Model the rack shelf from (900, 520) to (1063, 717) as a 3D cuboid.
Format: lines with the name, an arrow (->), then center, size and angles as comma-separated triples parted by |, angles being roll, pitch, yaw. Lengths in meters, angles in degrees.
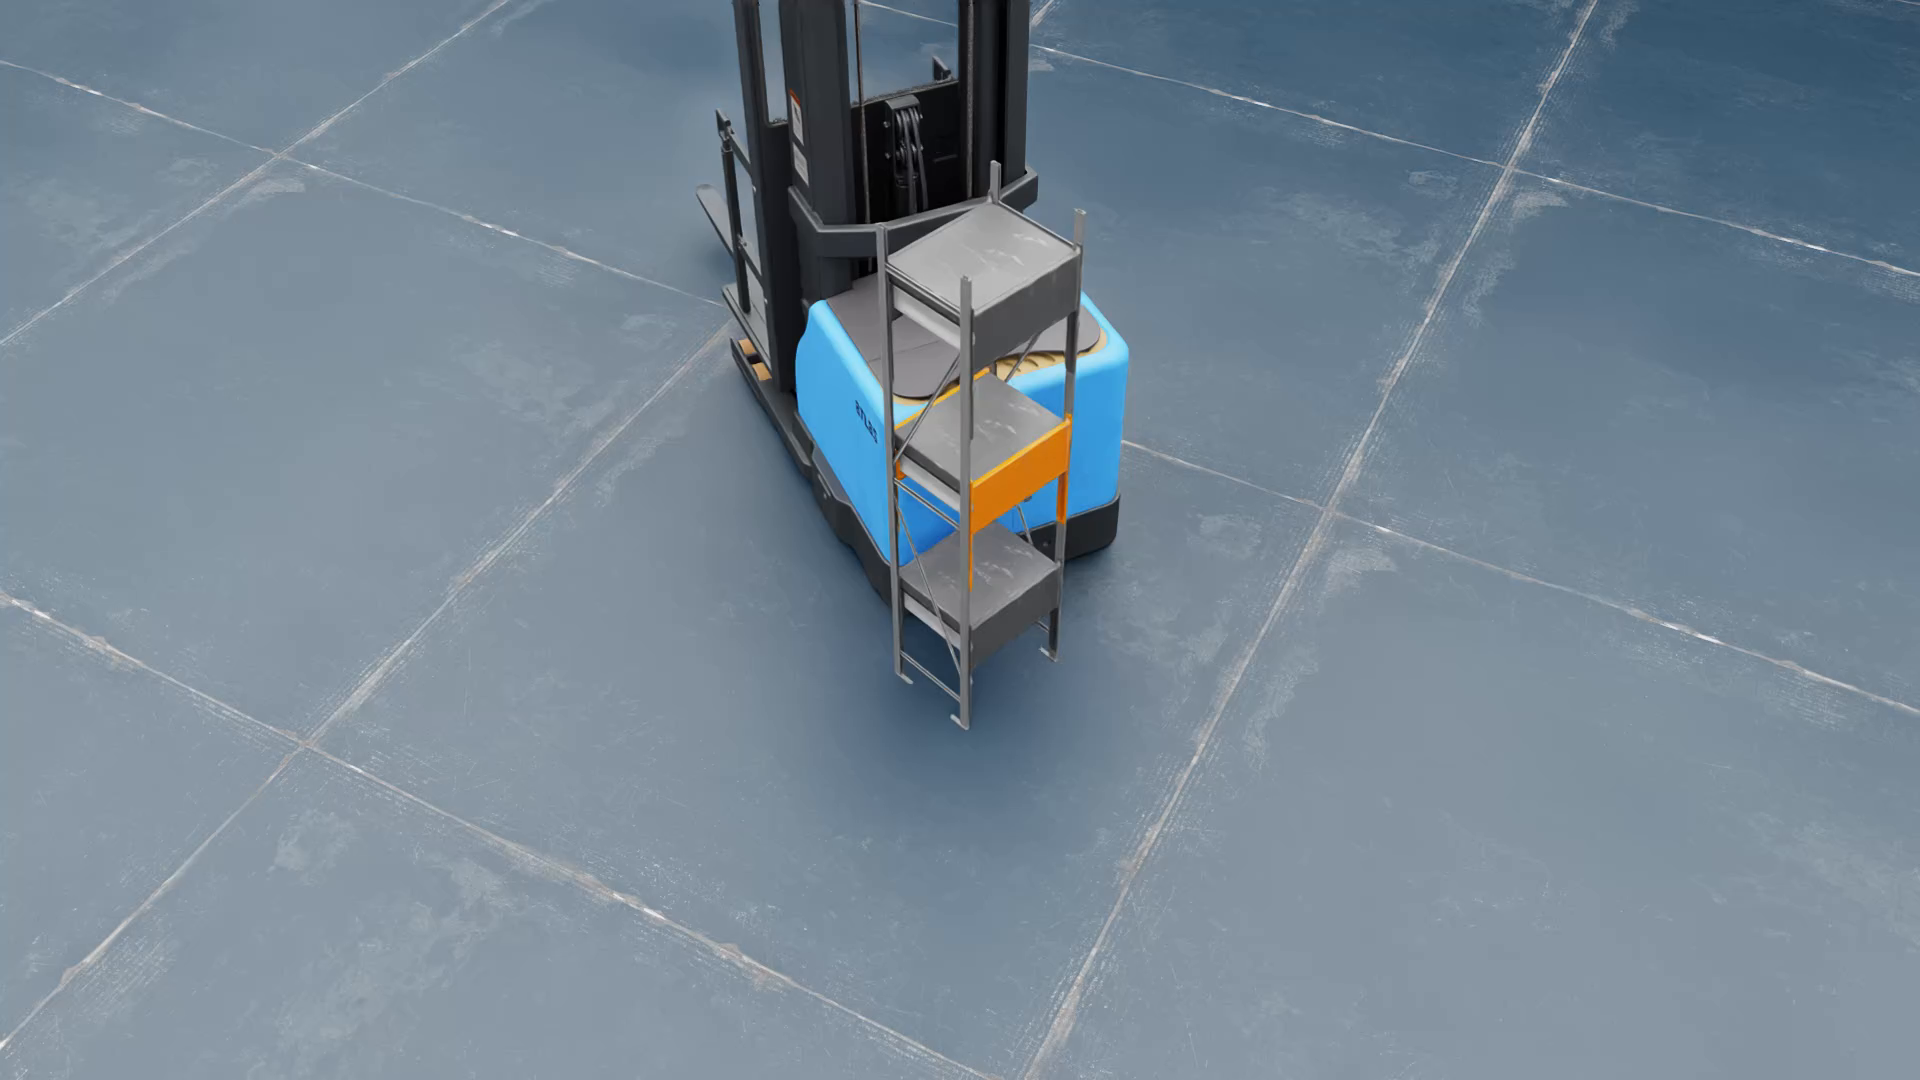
rack shelf -> 0.065, 0.264, 6.297 | 0.480, 0.518, 0.431 | -35, 55, -29

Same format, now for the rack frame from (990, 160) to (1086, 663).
rack frame -> 0.241, -0.359, 5.908 | 0.015, 2.100, 0.400 | -35, 55, -29

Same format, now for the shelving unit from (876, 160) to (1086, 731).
shelving unit -> 0.065, -0.238, 5.789 | 0.503, 2.100, 0.431 | -35, 55, -29

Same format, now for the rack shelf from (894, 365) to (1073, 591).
rack shelf -> 0.065, -0.229, 5.799 | 0.480, 0.518, 0.431 | -35, 55, -29

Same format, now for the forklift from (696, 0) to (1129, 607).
forklift -> -0.417, -1.804, 6.752 | 1.130, 2.935, 3.031 | -18, 48, -17

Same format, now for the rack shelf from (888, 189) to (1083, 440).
rack shelf -> 0.065, -0.721, 5.301 | 0.480, 0.518, 0.431 | -35, 55, -29

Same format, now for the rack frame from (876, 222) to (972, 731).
rack frame -> -0.110, -0.117, 5.670 | 0.015, 2.100, 0.400 | -35, 55, -29
